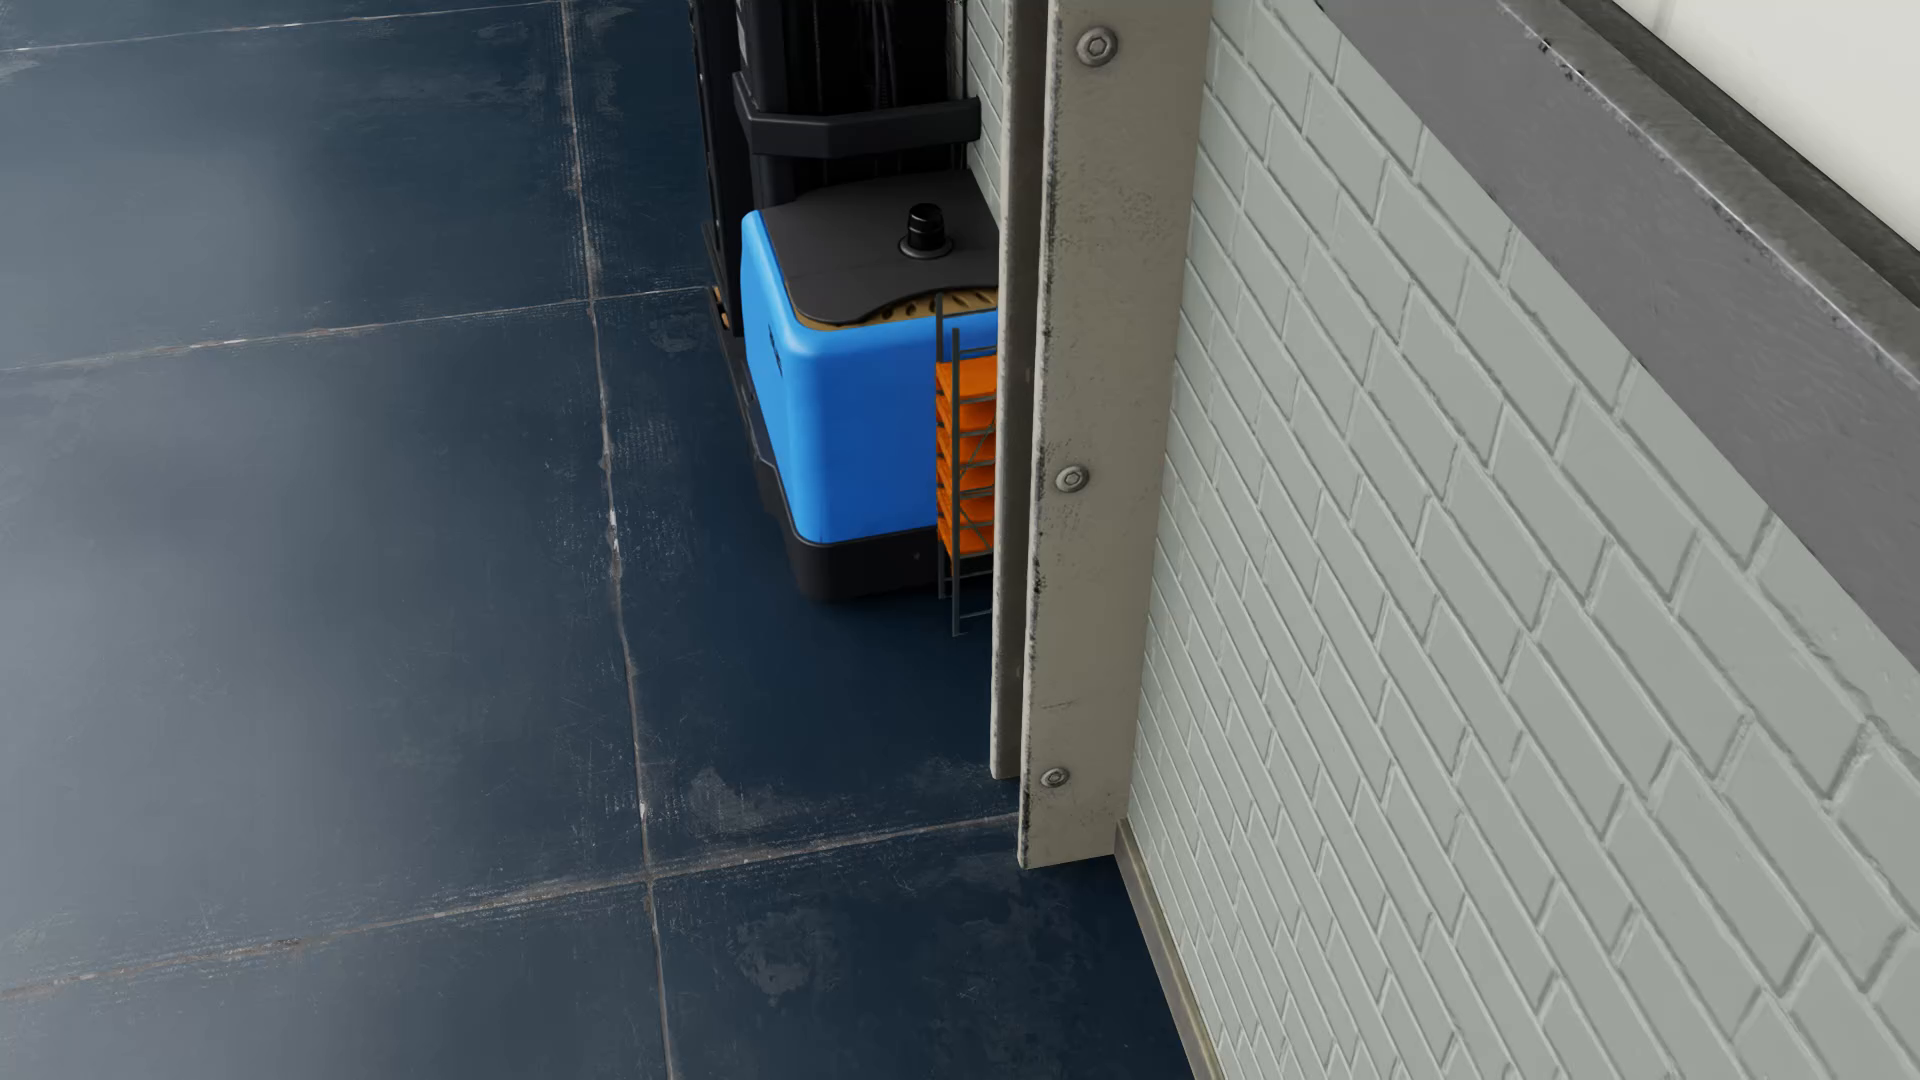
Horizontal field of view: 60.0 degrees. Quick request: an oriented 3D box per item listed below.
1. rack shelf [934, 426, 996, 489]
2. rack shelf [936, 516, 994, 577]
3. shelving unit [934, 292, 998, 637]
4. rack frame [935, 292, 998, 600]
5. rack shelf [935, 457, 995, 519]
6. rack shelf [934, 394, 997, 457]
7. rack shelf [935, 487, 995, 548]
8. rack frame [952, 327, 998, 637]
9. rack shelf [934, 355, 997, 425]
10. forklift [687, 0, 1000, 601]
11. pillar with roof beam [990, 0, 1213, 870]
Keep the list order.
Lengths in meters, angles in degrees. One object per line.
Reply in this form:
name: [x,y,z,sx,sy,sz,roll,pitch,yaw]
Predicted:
rack shelf: [0.070,-0.271,5.037,0.258,0.103,0.180,-10,43,-11]
rack shelf: [0.070,-0.002,5.276,0.258,0.103,0.180,-10,43,-11]
shelving unit: [0.070,-0.214,5.088,0.258,1.200,0.189,-10,43,-11]
rack frame: [0.046,-0.273,5.154,0.240,1.200,0.006,-10,43,-11]
rack shelf: [0.070,-0.181,5.117,0.258,0.103,0.180,-10,43,-11]
rack shelf: [0.070,-0.361,4.958,0.258,0.103,0.180,-10,43,-11]
rack shelf: [0.070,-0.091,5.197,0.258,0.103,0.180,-10,43,-11]
rack frame: [0.093,-0.156,5.021,0.240,1.200,0.006,-10,43,-11]
rack shelf: [0.070,-0.450,4.878,0.258,0.103,0.180,-10,43,-11]
forklift: [-0.391,-1.888,5.669,1.130,2.935,3.031,-10,43,-11]
pillar with roof beam: [-3.922,-1.967,1.187,9.100,9.000,0.400,-8,42,-9]
